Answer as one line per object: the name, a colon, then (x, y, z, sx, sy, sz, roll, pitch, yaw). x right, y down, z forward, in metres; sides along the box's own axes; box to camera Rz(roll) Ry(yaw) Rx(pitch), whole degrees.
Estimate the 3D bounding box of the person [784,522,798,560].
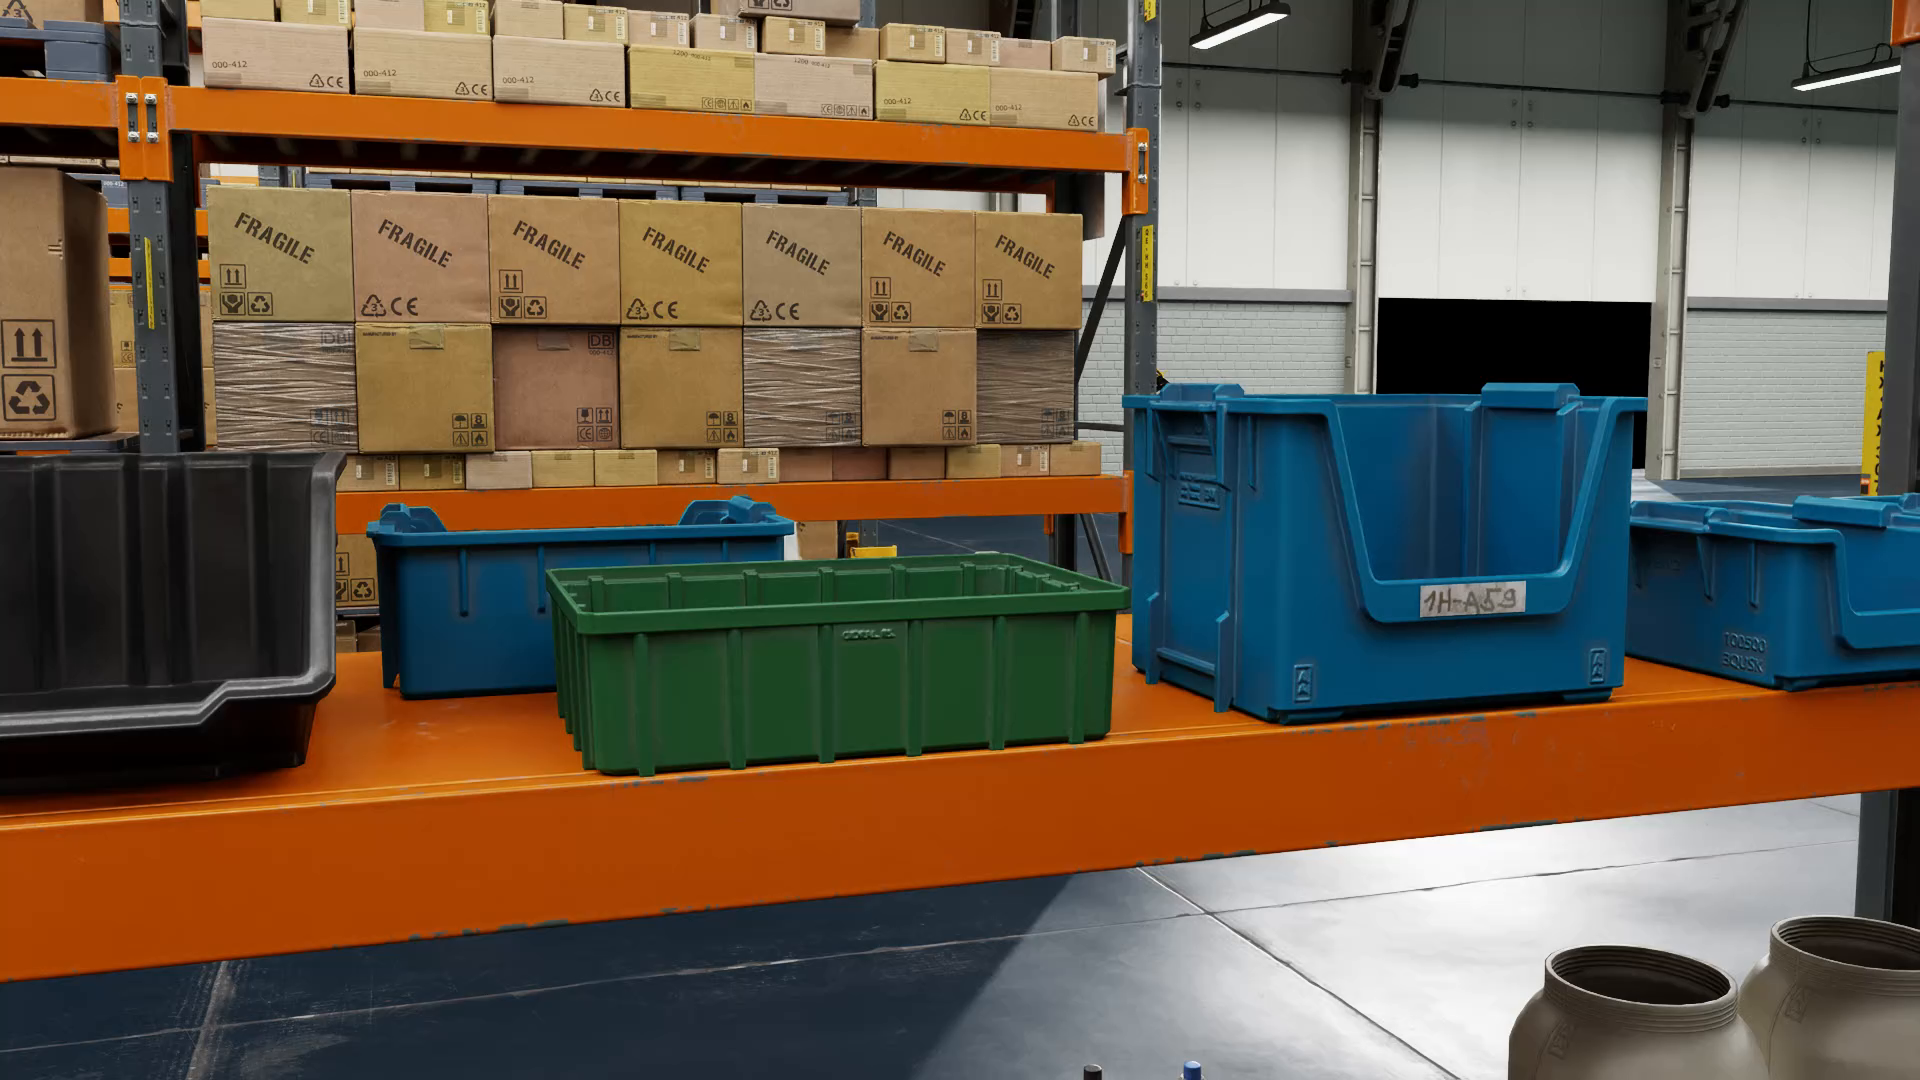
person: (-1.219, -0.089, 9.696, 0.530, 1.771, 0.551, -2, 6, -17)
